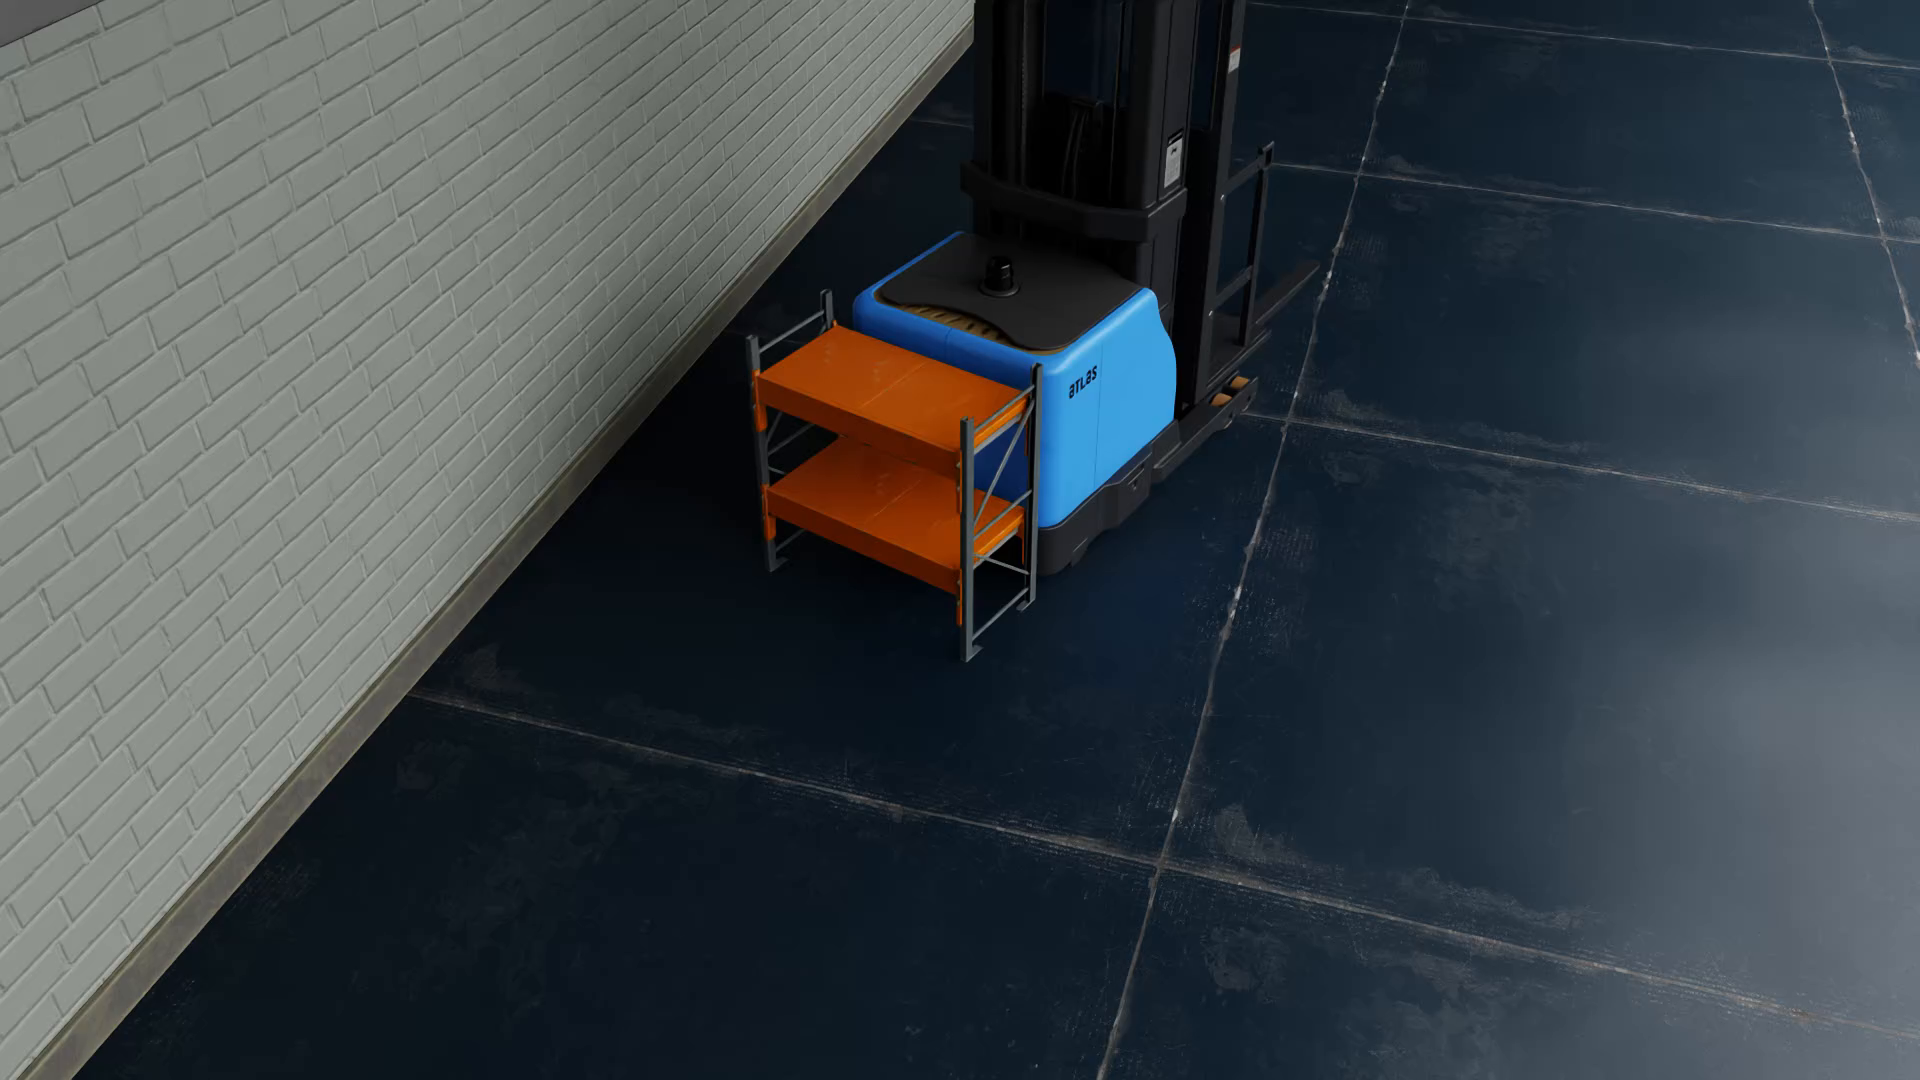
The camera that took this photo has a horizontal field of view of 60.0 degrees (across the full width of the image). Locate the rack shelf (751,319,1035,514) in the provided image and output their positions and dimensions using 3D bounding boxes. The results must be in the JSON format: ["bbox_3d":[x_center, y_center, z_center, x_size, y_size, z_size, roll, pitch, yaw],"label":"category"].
[{"bbox_3d":[-0.258,-0.501,6.488,1.000,0.278,0.538,23,42,28],"label":"rack shelf"}]

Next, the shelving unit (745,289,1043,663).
[{"bbox_3d":[-0.258,-0.266,6.662,1.048,1.125,0.538,23,42,28],"label":"shelving unit"}]

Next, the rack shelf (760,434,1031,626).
[{"bbox_3d":[-0.258,-0.069,6.807,1.000,0.278,0.538,23,42,28],"label":"rack shelf"}]

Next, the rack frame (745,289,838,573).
[{"bbox_3d":[-0.674,-0.439,6.898,0.032,1.125,0.500,23,42,28],"label":"rack frame"}]

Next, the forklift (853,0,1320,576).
[{"bbox_3d":[0.794,-1.862,7.307,1.130,2.935,3.031,22,42,27],"label":"forklift"}]

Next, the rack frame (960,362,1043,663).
[{"bbox_3d":[0.157,-0.092,6.426,0.032,1.125,0.500,23,42,28],"label":"rack frame"}]
